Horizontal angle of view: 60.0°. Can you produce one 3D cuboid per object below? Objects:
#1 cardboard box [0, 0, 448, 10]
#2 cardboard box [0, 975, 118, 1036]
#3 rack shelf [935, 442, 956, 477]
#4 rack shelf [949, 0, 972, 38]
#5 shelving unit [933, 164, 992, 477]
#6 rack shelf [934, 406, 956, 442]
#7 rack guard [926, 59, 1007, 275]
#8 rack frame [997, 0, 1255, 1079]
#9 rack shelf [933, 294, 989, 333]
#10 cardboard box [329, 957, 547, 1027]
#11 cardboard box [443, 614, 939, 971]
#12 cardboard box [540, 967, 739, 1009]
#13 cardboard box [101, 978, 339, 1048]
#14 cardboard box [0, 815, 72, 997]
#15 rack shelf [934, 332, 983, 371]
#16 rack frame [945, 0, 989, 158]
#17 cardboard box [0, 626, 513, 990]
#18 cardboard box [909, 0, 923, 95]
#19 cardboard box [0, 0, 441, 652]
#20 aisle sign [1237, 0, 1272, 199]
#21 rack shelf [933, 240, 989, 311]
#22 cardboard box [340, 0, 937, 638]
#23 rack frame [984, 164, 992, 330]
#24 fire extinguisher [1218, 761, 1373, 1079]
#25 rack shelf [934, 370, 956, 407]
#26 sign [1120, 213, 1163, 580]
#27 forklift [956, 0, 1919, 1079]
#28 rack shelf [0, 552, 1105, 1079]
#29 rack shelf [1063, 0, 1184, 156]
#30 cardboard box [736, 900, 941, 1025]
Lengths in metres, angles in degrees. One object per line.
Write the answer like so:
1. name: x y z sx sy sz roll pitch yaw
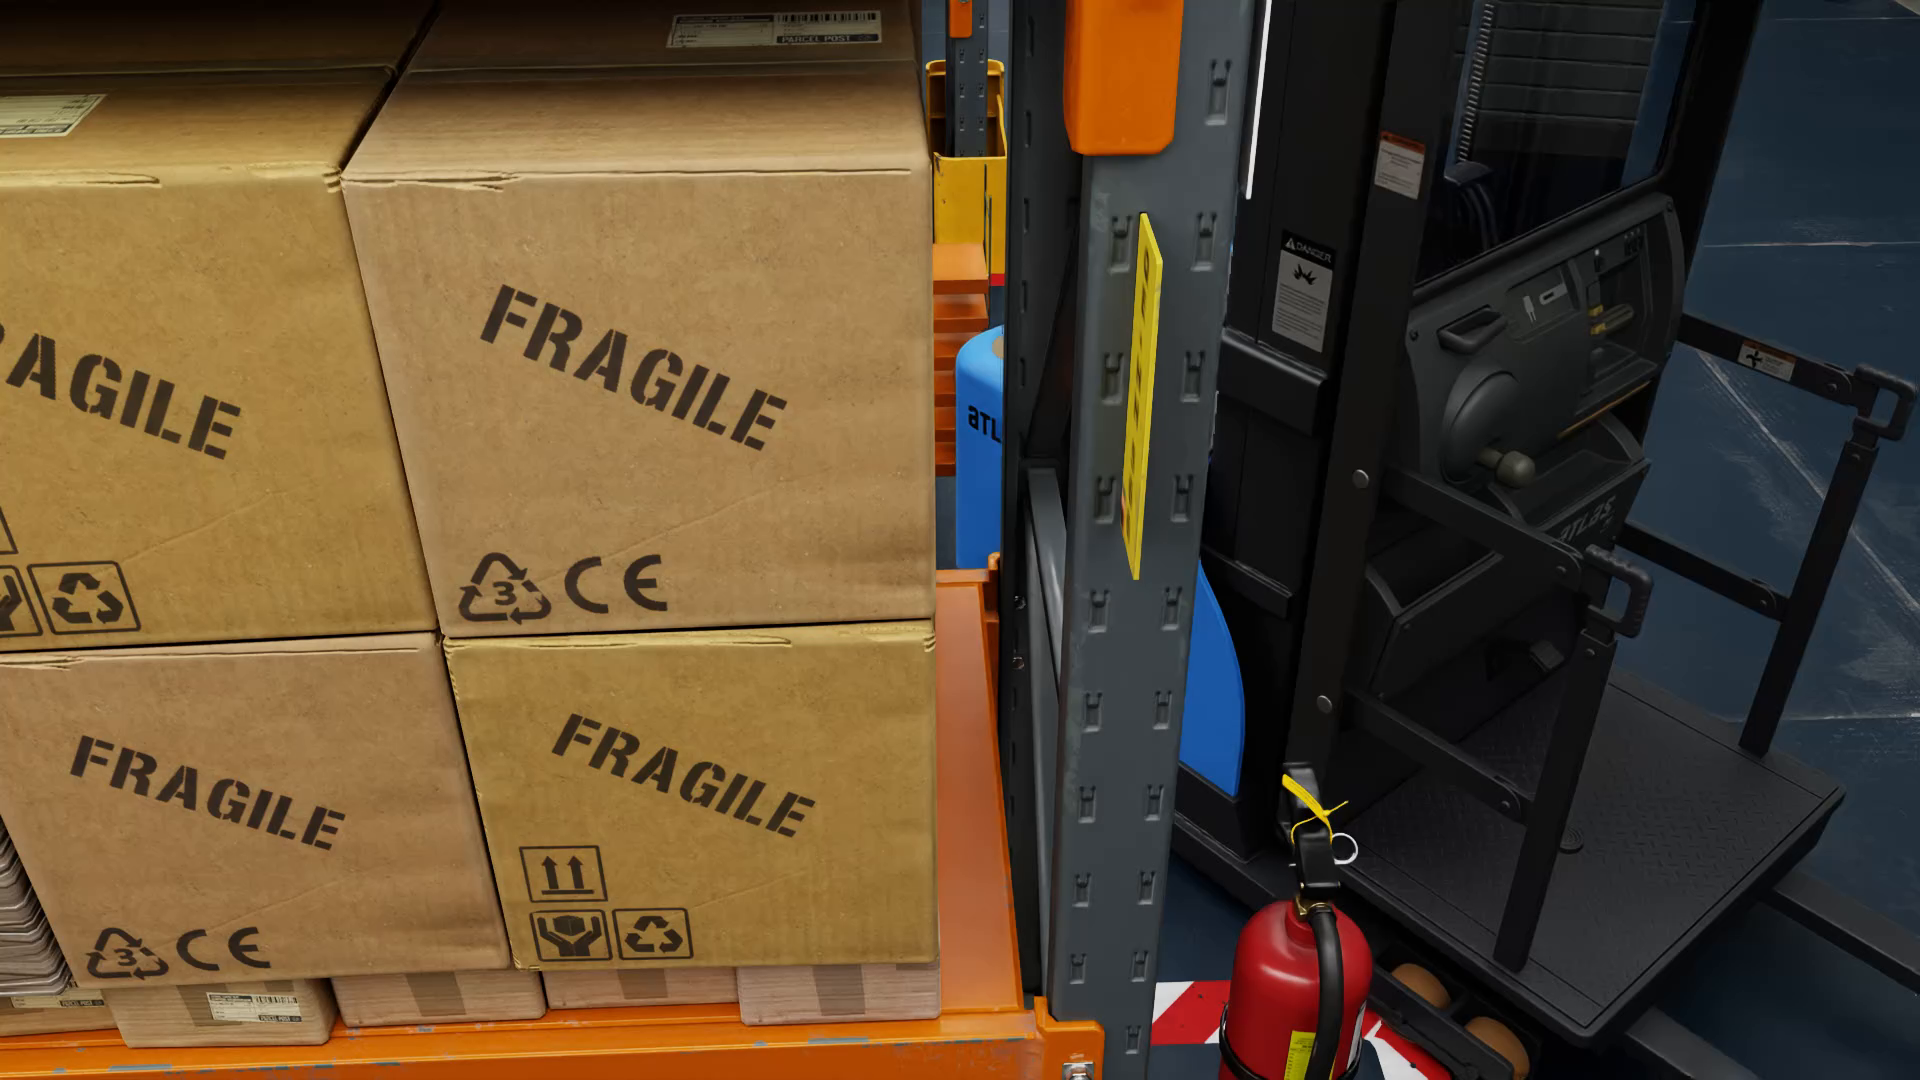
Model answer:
1. cardboard box: -0.809 -0.529 2.151 0.500 0.500 0.500 -1 35 -1
2. cardboard box: -1.175 0.451 2.183 0.250 0.149 0.380 -3 35 -4
3. rack shelf: -0.014 -0.259 5.070 0.180 0.103 0.258 -2 35 -2
4. rack shelf: -1.976 -2.305 6.577 4.000 0.370 1.077 -2 35 -2
5. shelving unit: -0.014 -0.493 4.908 0.189 1.200 0.258 -2 35 -2
6. rack shelf: -0.014 -0.358 5.002 0.180 0.103 0.258 -2 35 -2
7. rack guard: 0.045 -1.628 7.163 0.348 0.500 1.175 -2 35 -2
8. rack frame: 0.155 0.167 2.373 0.127 3.000 1.000 -2 35 -2
9. rack shelf: -0.014 -0.654 4.797 0.180 0.103 0.258 -2 35 -2
10. cardboard box: -0.657 0.441 2.198 0.250 0.149 0.380 -2 35 -3
11. cardboard box: -0.281 0.162 2.031 0.500 0.500 0.500 -1 35 -1
12. cardboard box: -0.407 0.425 2.220 0.250 0.149 0.380 -2 35 -2
13. cardboard box: -0.911 0.461 2.169 0.250 0.149 0.380 -1 35 -1
14. cardboard box: -1.302 0.192 1.987 0.500 0.500 0.500 -1 35 -2
15. rack shelf: -0.014 -0.555 4.865 0.180 0.103 0.258 -2 35 -2
16. rack frame: 0.021 -2.655 6.450 0.127 3.000 1.000 -2 35 -2
17. cardboard box: -0.796 0.173 2.015 0.500 0.500 0.500 -2 35 -3
18. cardboard box: -0.306 -0.546 2.176 0.500 0.500 0.500 -2 35 -3
19. cardboard box: -0.796 -0.240 1.733 0.500 0.500 0.500 -3 35 -4
20. aisle sign: 0.242 -0.733 1.389 0.004 0.787 0.394 -2 35 -2
21. rack shelf: -0.014 -0.752 4.728 0.180 0.103 0.258 -2 35 -2
22. cardboard box: -0.290 -0.254 1.753 0.500 0.500 0.500 -2 35 -3
23. rack frame: 0.077 -0.495 4.912 0.006 1.200 0.240 -2 35 -2
24. fire extinguisher: 0.429 0.608 2.131 0.183 0.674 0.296 -2 35 -2
25. rack shelf: -0.014 -0.456 4.933 0.180 0.103 0.258 -2 35 -2
26. sign: 0.162 -0.123 1.497 0.005 0.325 0.100 -2 35 -2
27. forklift: 1.315 -0.349 3.178 1.130 2.935 3.031 -26 42 -32
28. rack shelf: -1.842 0.517 2.499 4.000 0.370 1.077 -2 35 -2
29. rack shelf: -1.842 -0.717 1.646 4.000 0.370 1.077 -2 35 -2
30. cardboard box: -0.157 0.440 2.199 0.250 0.149 0.380 -1 35 -2
